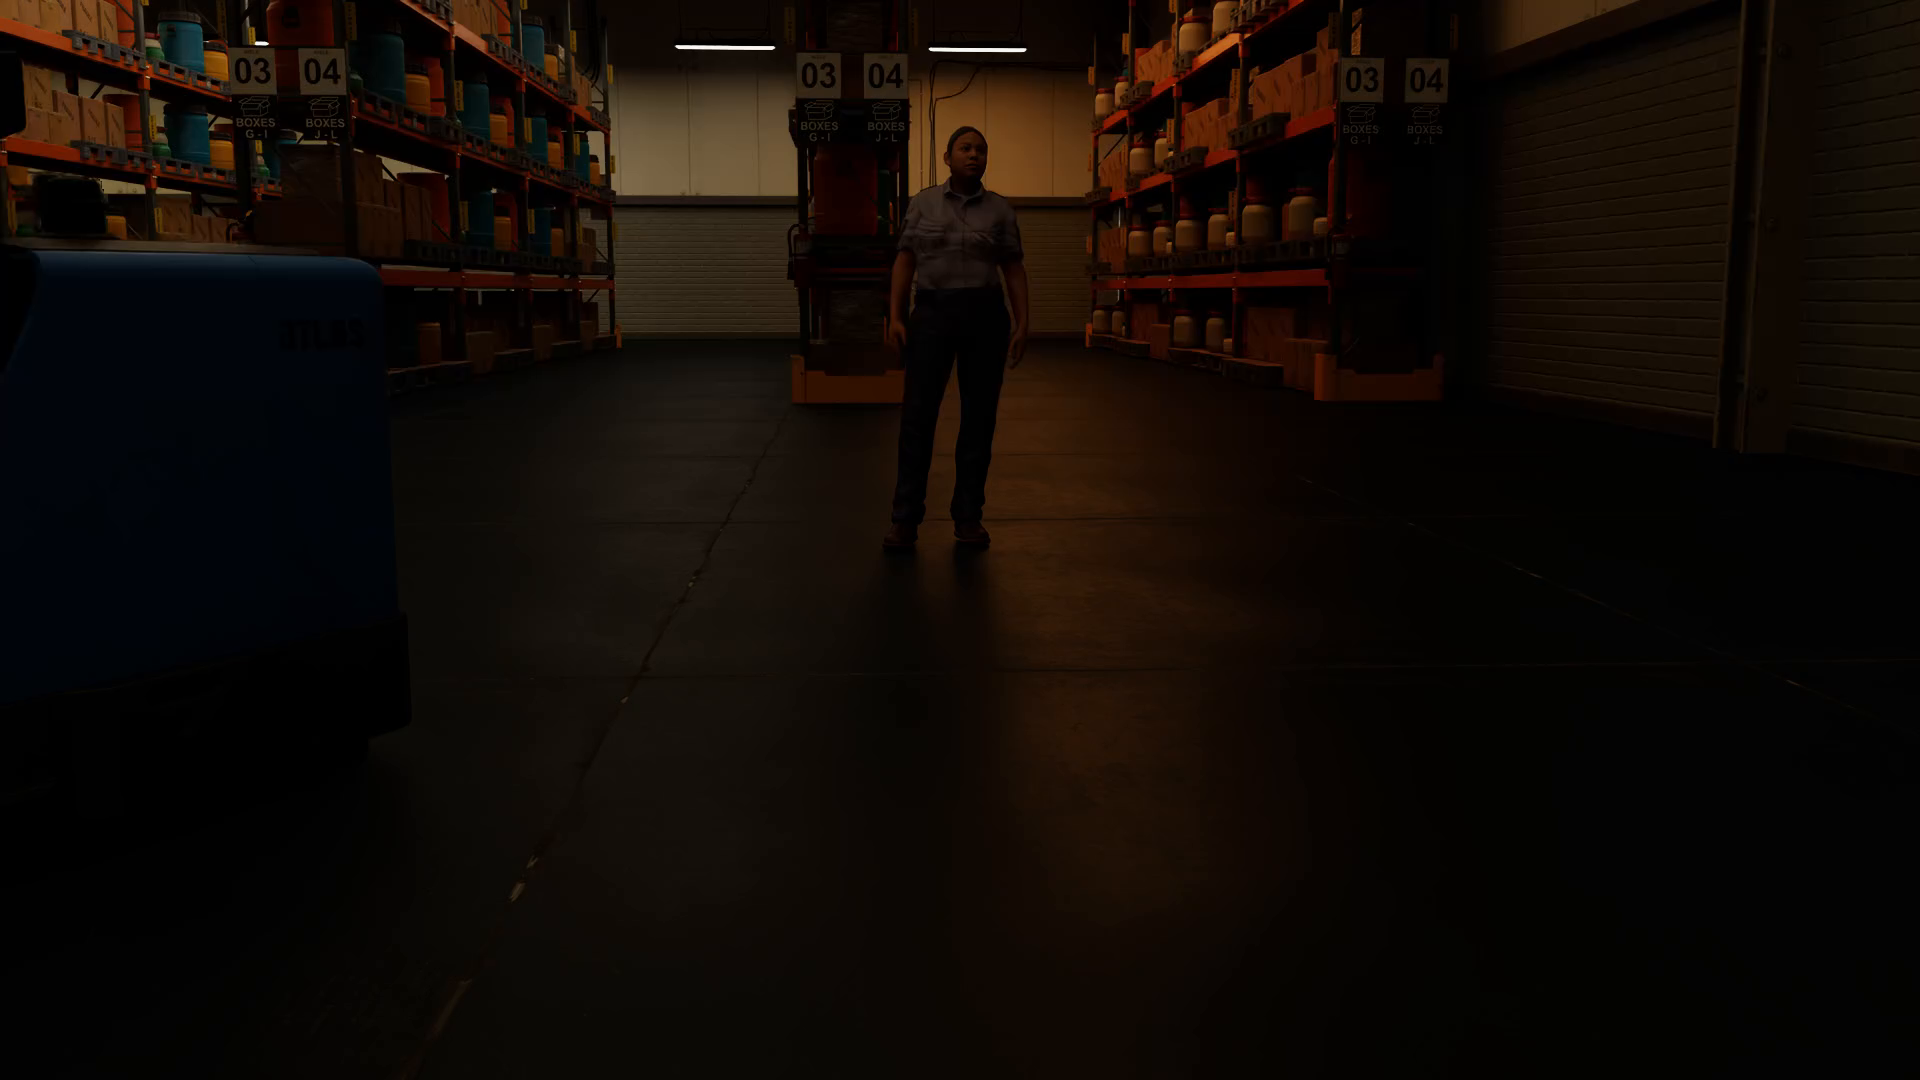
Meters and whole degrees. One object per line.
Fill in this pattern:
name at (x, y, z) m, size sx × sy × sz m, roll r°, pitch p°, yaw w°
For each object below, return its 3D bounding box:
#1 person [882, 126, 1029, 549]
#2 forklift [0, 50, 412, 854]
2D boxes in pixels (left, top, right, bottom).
person at (-0.017, -0.810, 6.598) m, size 0.598 × 1.651 × 0.503 m, roll -1°, pitch 8°, yaw -4°
forklift at (-2.341, -0.825, 2.384) m, size 1.130 × 2.935 × 3.031 m, roll 5°, pitch 10°, yaw 28°
